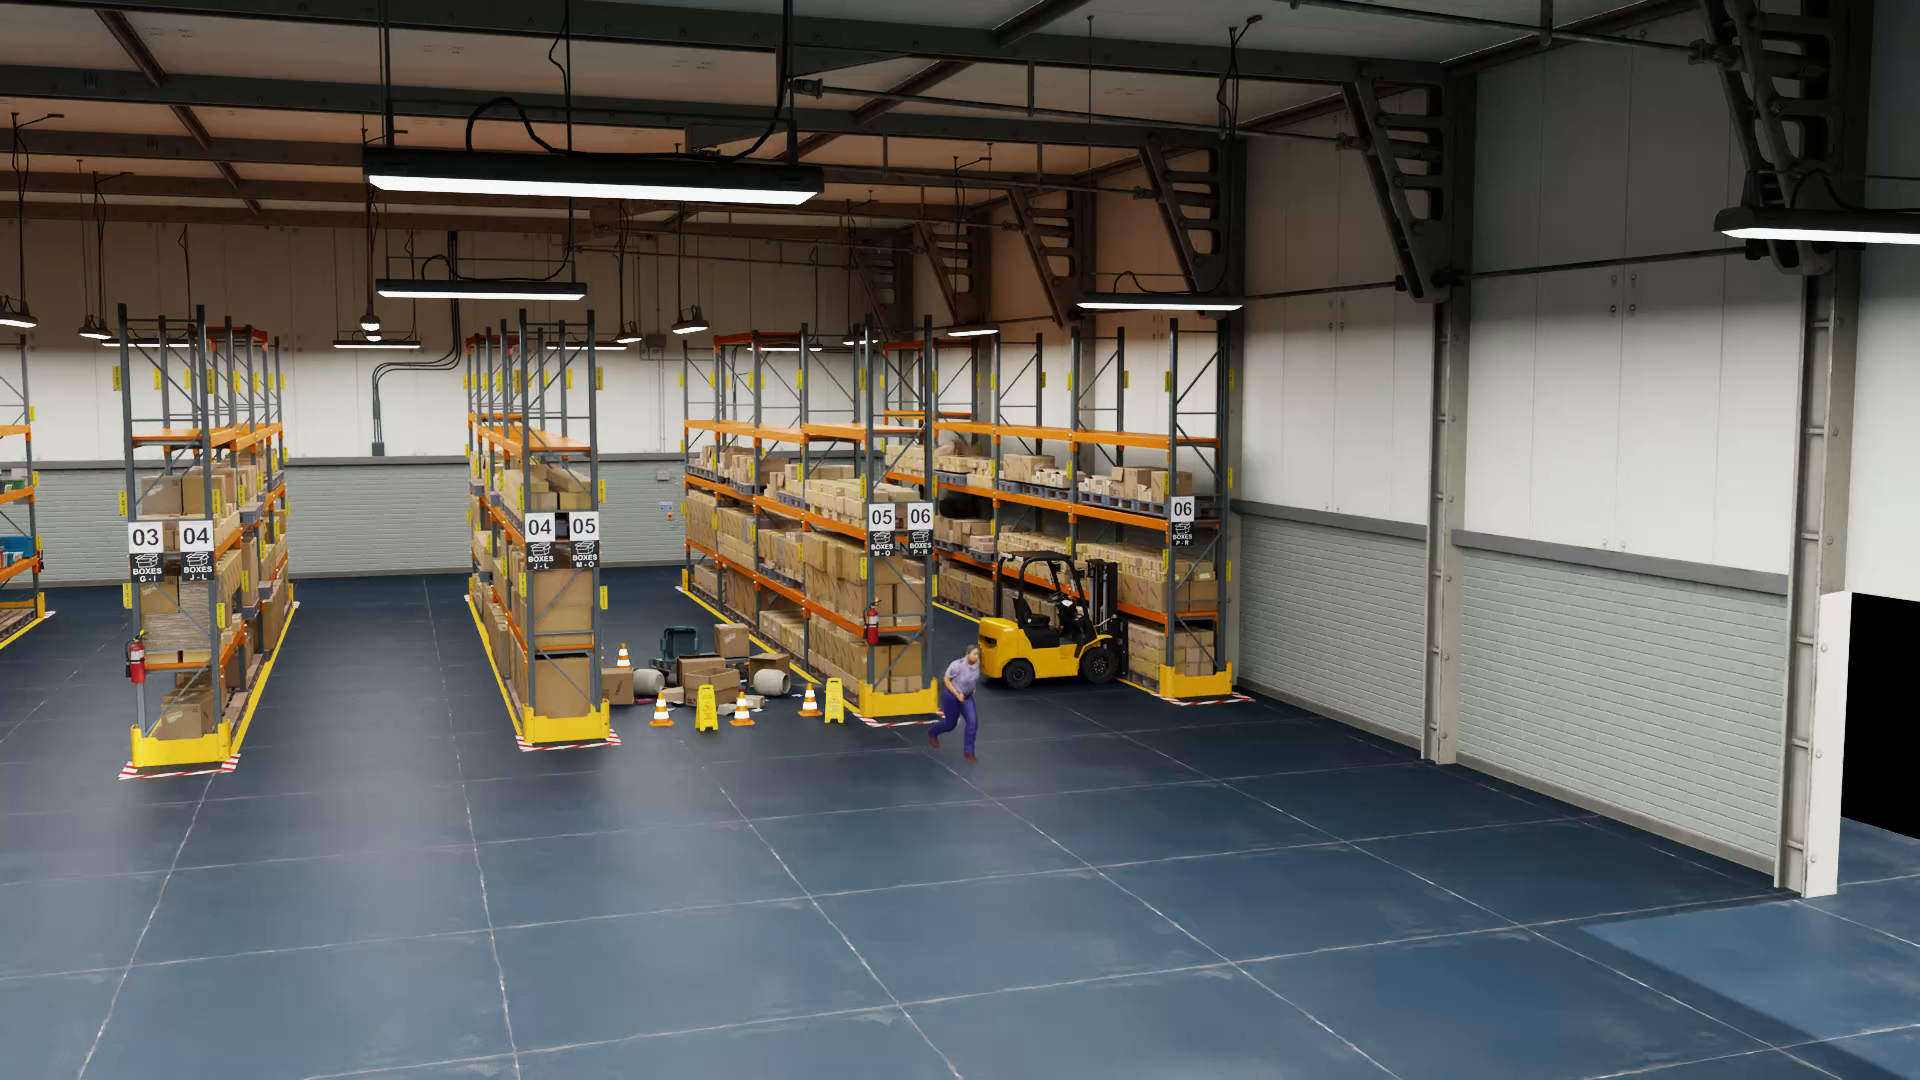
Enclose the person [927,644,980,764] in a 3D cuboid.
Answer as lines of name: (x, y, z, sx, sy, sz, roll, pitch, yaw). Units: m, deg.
person: (-0.068, 2.143, 22.181, 0.956, 1.612, 0.631, 5, 7, 43)
